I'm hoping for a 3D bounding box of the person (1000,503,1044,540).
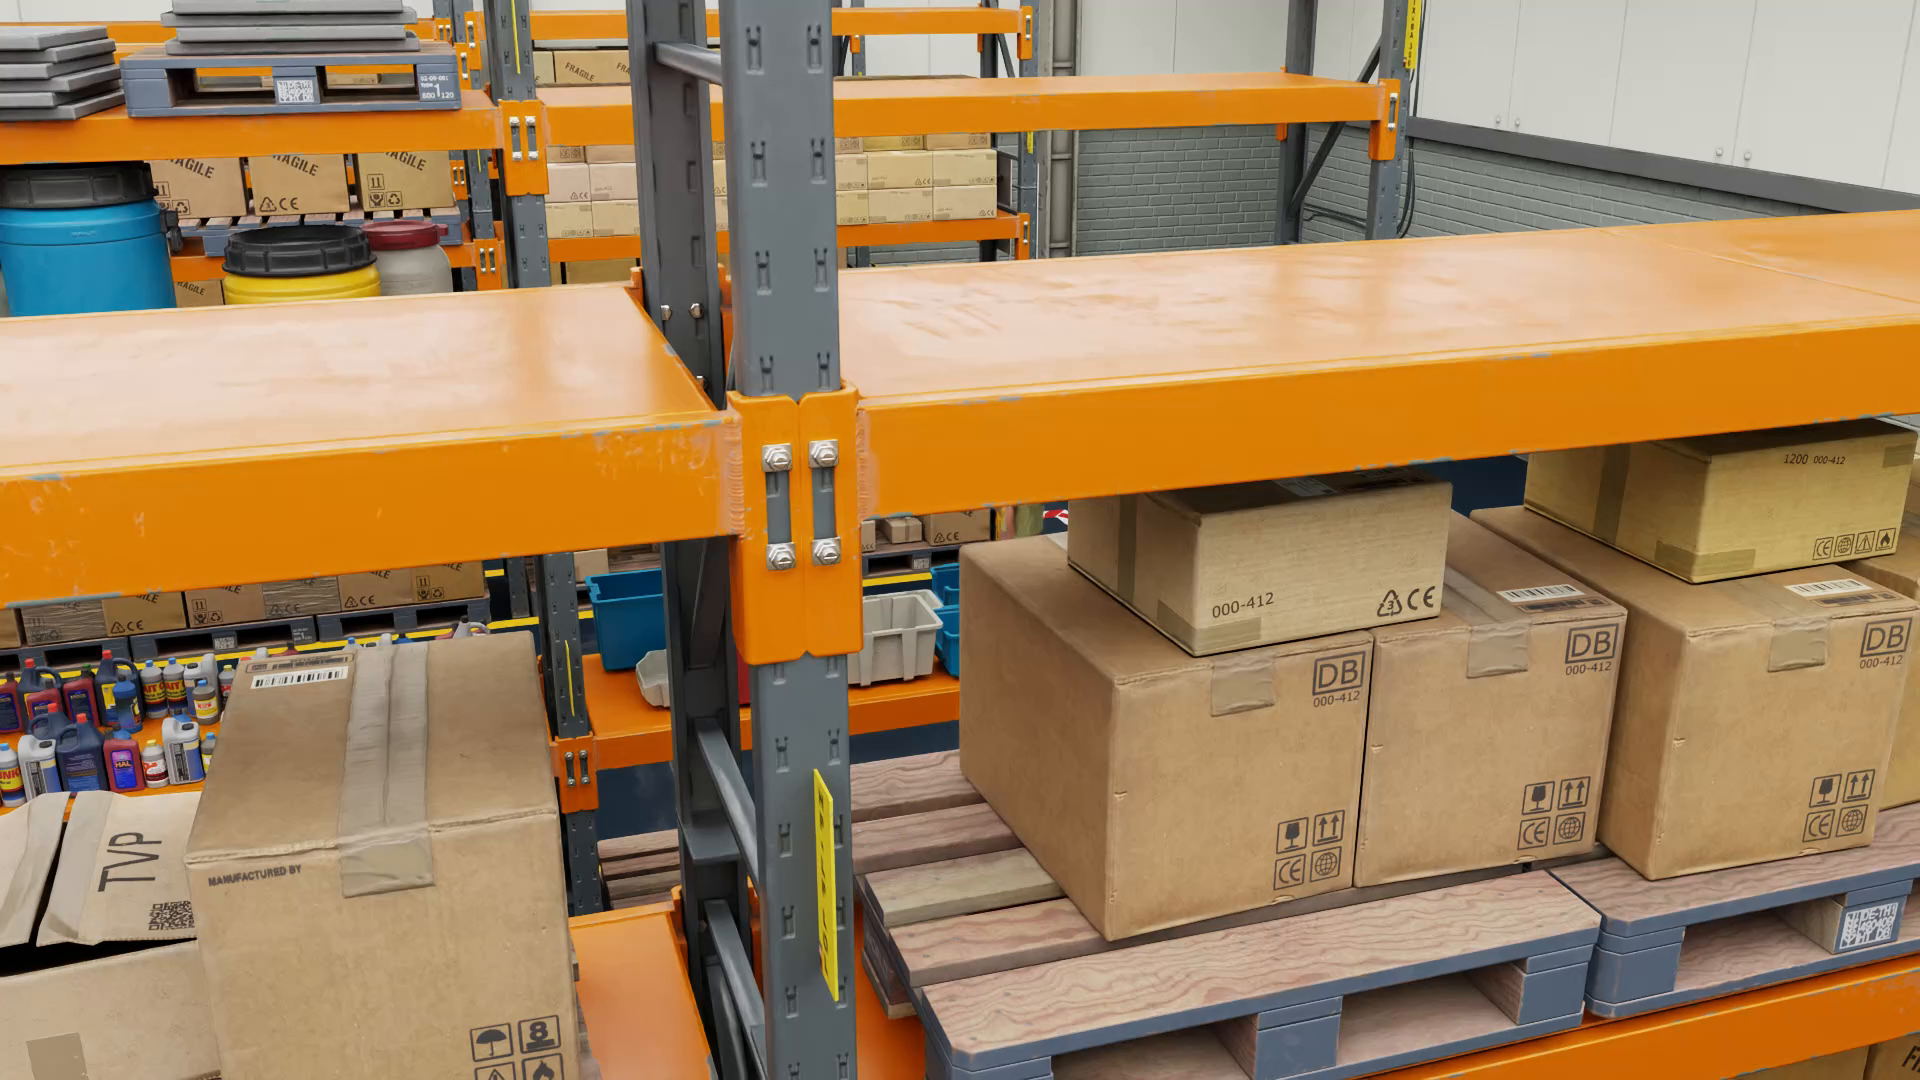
[{"bbox_3d":[0.374,-0.048,11.695,0.672,1.668,0.471,7,21,20],"label":"person"}]
